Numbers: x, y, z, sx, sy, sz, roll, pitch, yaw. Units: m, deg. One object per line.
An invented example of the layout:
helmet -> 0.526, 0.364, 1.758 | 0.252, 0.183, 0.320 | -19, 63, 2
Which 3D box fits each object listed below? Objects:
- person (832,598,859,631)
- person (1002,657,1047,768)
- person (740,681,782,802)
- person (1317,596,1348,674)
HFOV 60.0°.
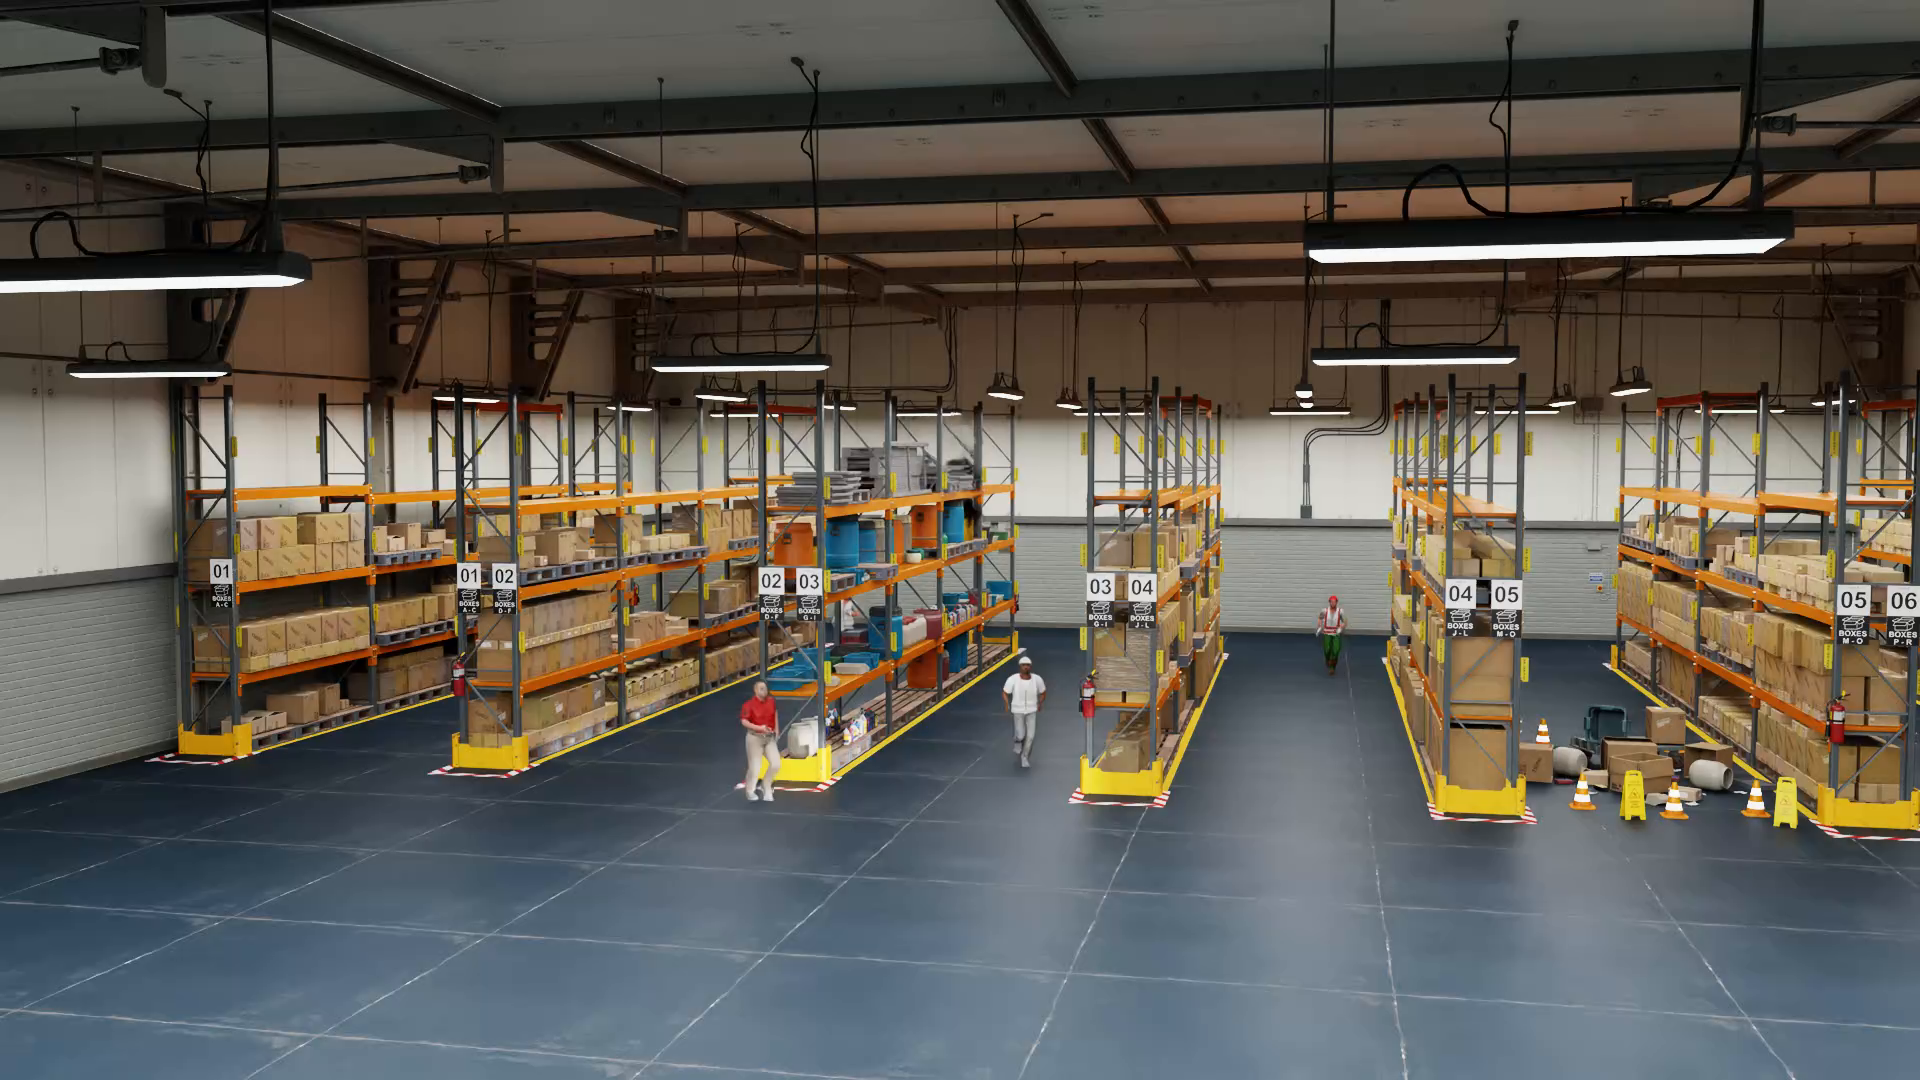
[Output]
person -> -2.602, 1.968, 37.776 | 0.655, 1.814, 0.937 | 0, 3, 3
person -> 1.023, 2.685, 26.103 | 0.702, 1.721, 0.589 | 0, 3, -4
person -> -2.762, 2.856, 23.388 | 0.696, 1.763, 0.709 | -3, 4, -39
person -> 8.178, 2.087, 36.584 | 0.667, 1.736, 0.626 | 1, 3, 16
